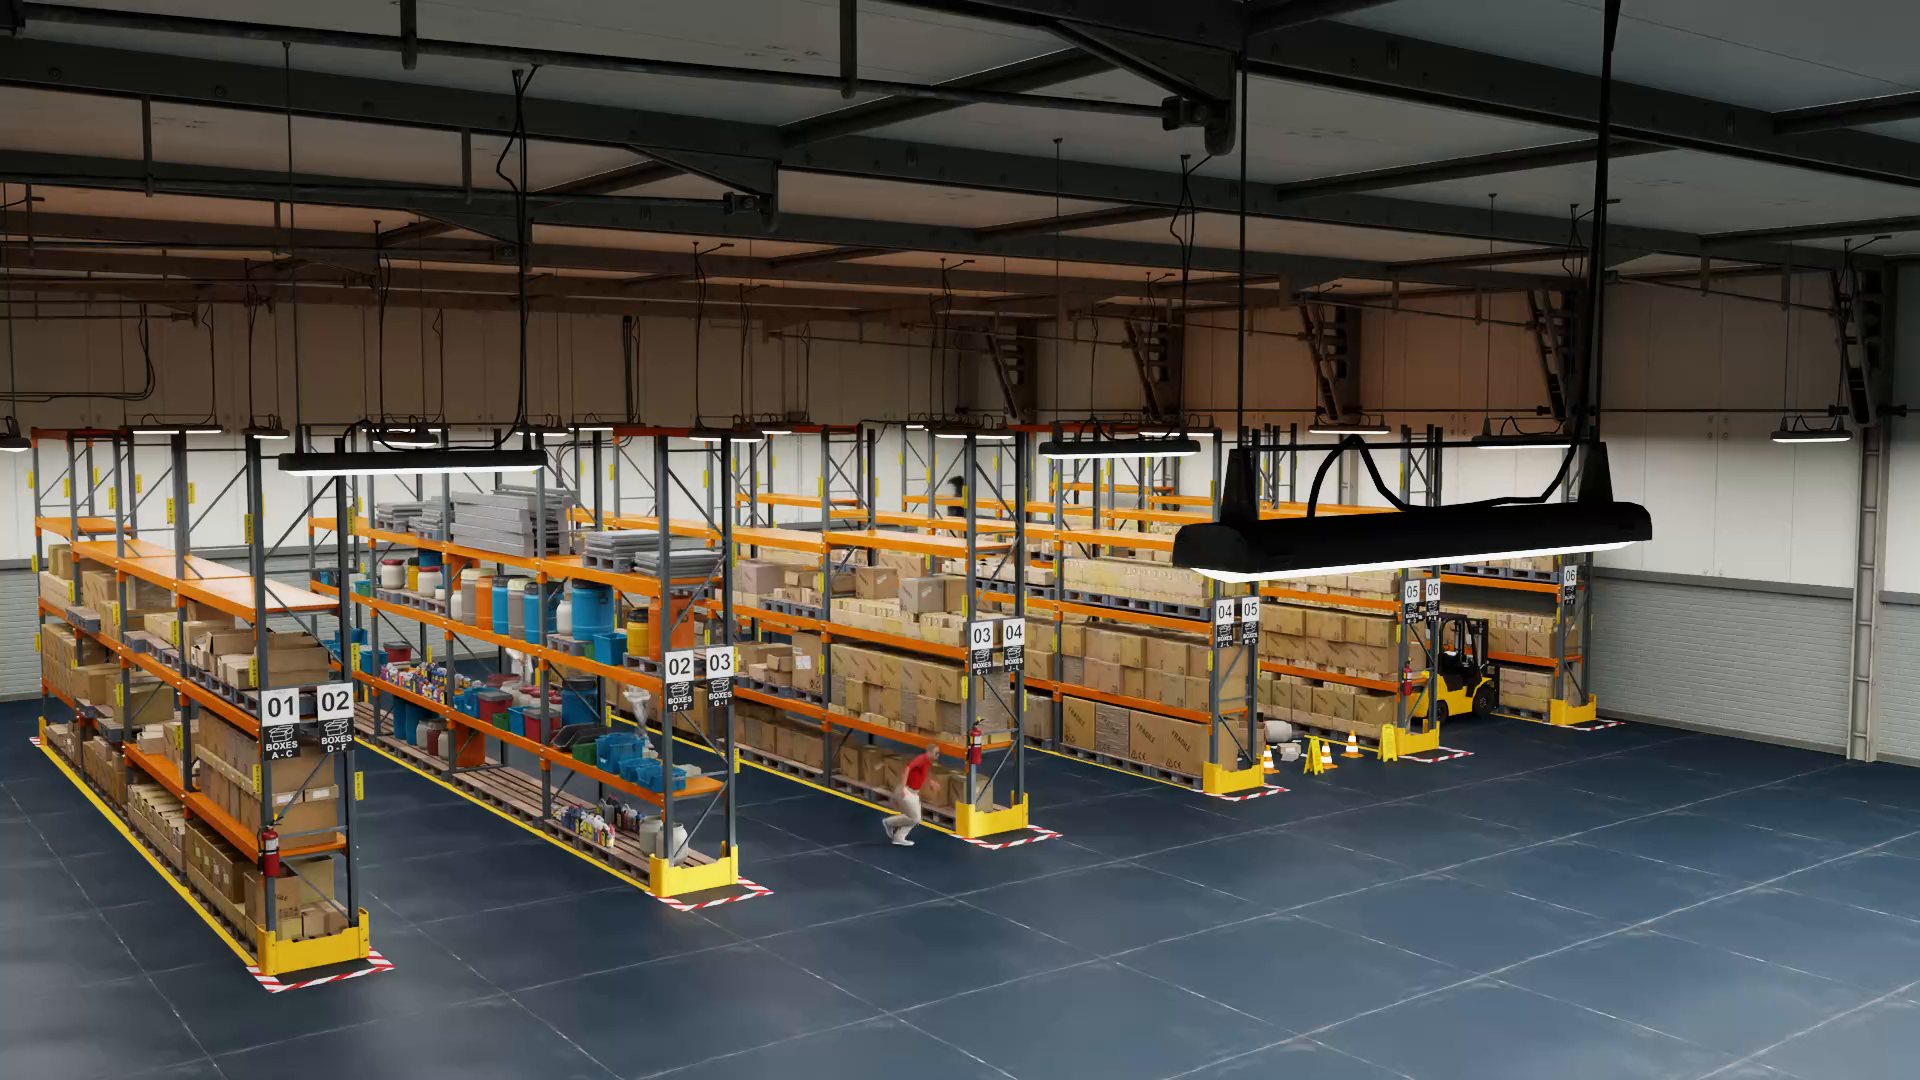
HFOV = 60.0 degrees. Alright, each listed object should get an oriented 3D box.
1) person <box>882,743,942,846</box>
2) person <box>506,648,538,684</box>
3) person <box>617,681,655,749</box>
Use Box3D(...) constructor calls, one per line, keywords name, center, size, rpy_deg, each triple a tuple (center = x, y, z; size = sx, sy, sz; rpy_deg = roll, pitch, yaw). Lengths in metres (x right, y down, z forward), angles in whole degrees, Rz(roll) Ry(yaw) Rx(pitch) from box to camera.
Box3D(name="person", center=(-0.704, 3.689, 24.025), size=(0.854, 1.535, 0.687), rpy_deg=(1, 5, 11))
Box3D(name="person", center=(-9.508, 2.660, 35.836), size=(0.708, 1.732, 0.858), rpy_deg=(-4, 6, -43))
Box3D(name="person", center=(-6.016, 2.992, 31.100), size=(0.677, 1.757, 0.874), rpy_deg=(-4, 6, -42))
